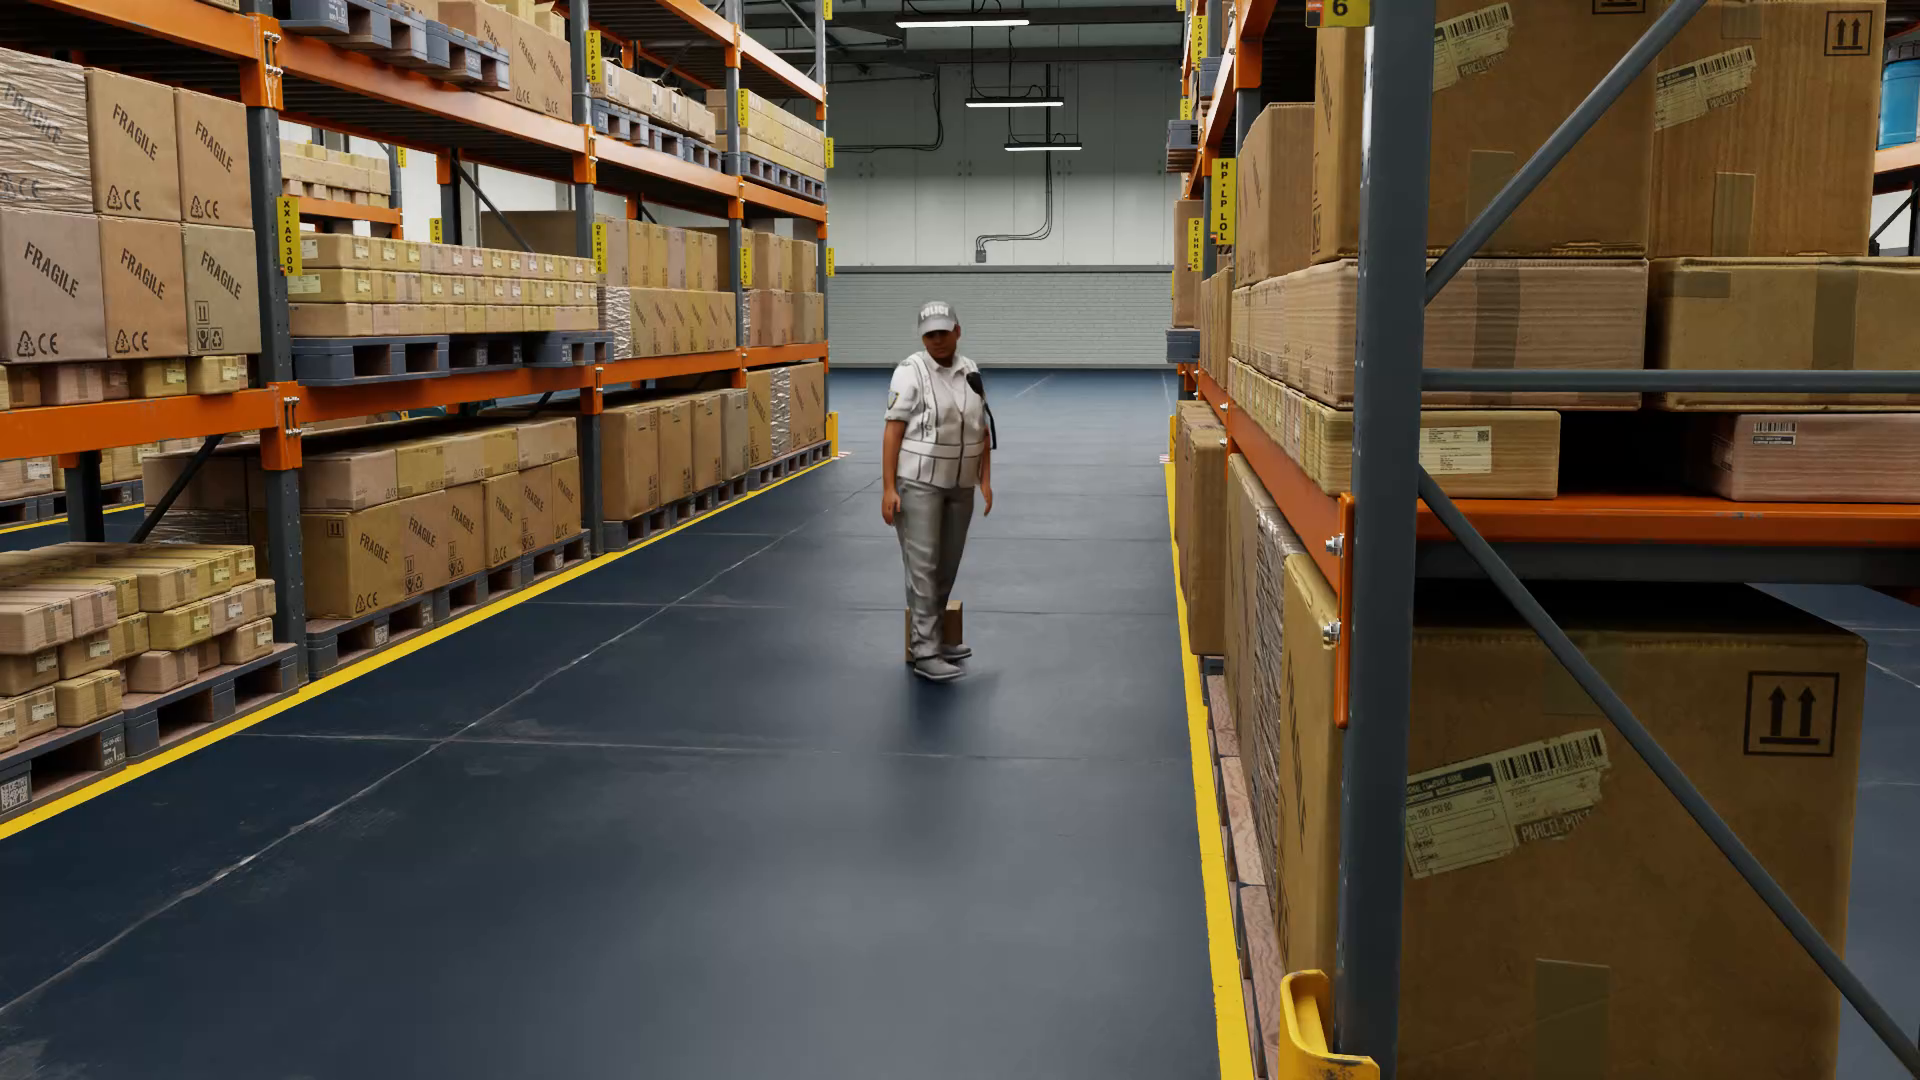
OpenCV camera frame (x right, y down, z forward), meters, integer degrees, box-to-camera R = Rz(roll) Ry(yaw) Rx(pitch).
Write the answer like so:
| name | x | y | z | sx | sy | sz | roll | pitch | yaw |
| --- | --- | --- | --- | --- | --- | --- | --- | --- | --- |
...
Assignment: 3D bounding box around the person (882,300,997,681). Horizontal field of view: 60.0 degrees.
| name | x | y | z | sx | sy | sz | roll | pitch | yaw |
| --- | --- | --- | --- | --- | --- | --- | --- | --- | --- |
| person | -0.093 | -0.236 | 7.404 | 0.560 | 1.646 | 0.624 | -6 | 10 | -40 |
